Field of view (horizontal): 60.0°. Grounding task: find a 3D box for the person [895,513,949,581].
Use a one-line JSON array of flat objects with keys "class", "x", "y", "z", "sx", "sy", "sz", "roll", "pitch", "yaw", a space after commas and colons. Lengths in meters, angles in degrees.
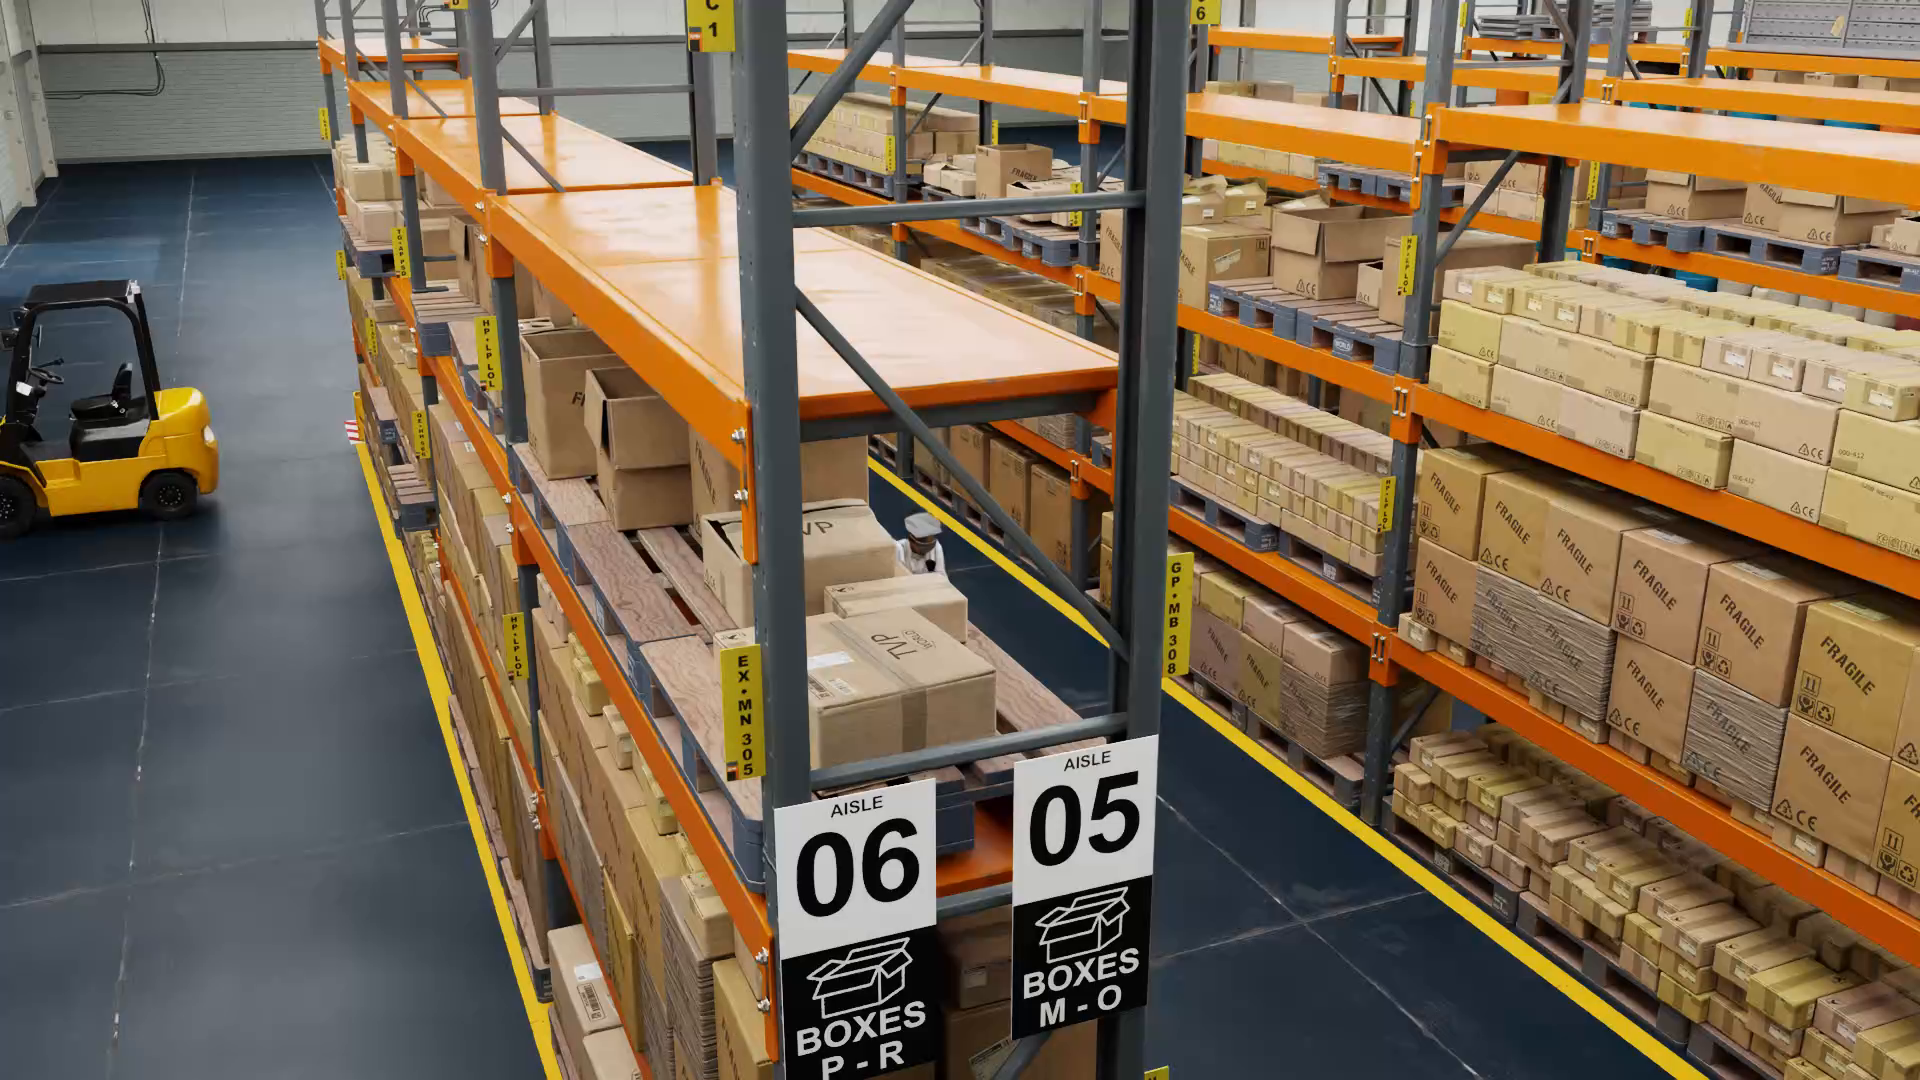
[{"class": "person", "x": -0.317, "y": 0.520, "z": 11.555, "sx": 0.527, "sy": 1.522, "sz": 0.591, "roll": -8, "pitch": 20, "yaw": -21}]
